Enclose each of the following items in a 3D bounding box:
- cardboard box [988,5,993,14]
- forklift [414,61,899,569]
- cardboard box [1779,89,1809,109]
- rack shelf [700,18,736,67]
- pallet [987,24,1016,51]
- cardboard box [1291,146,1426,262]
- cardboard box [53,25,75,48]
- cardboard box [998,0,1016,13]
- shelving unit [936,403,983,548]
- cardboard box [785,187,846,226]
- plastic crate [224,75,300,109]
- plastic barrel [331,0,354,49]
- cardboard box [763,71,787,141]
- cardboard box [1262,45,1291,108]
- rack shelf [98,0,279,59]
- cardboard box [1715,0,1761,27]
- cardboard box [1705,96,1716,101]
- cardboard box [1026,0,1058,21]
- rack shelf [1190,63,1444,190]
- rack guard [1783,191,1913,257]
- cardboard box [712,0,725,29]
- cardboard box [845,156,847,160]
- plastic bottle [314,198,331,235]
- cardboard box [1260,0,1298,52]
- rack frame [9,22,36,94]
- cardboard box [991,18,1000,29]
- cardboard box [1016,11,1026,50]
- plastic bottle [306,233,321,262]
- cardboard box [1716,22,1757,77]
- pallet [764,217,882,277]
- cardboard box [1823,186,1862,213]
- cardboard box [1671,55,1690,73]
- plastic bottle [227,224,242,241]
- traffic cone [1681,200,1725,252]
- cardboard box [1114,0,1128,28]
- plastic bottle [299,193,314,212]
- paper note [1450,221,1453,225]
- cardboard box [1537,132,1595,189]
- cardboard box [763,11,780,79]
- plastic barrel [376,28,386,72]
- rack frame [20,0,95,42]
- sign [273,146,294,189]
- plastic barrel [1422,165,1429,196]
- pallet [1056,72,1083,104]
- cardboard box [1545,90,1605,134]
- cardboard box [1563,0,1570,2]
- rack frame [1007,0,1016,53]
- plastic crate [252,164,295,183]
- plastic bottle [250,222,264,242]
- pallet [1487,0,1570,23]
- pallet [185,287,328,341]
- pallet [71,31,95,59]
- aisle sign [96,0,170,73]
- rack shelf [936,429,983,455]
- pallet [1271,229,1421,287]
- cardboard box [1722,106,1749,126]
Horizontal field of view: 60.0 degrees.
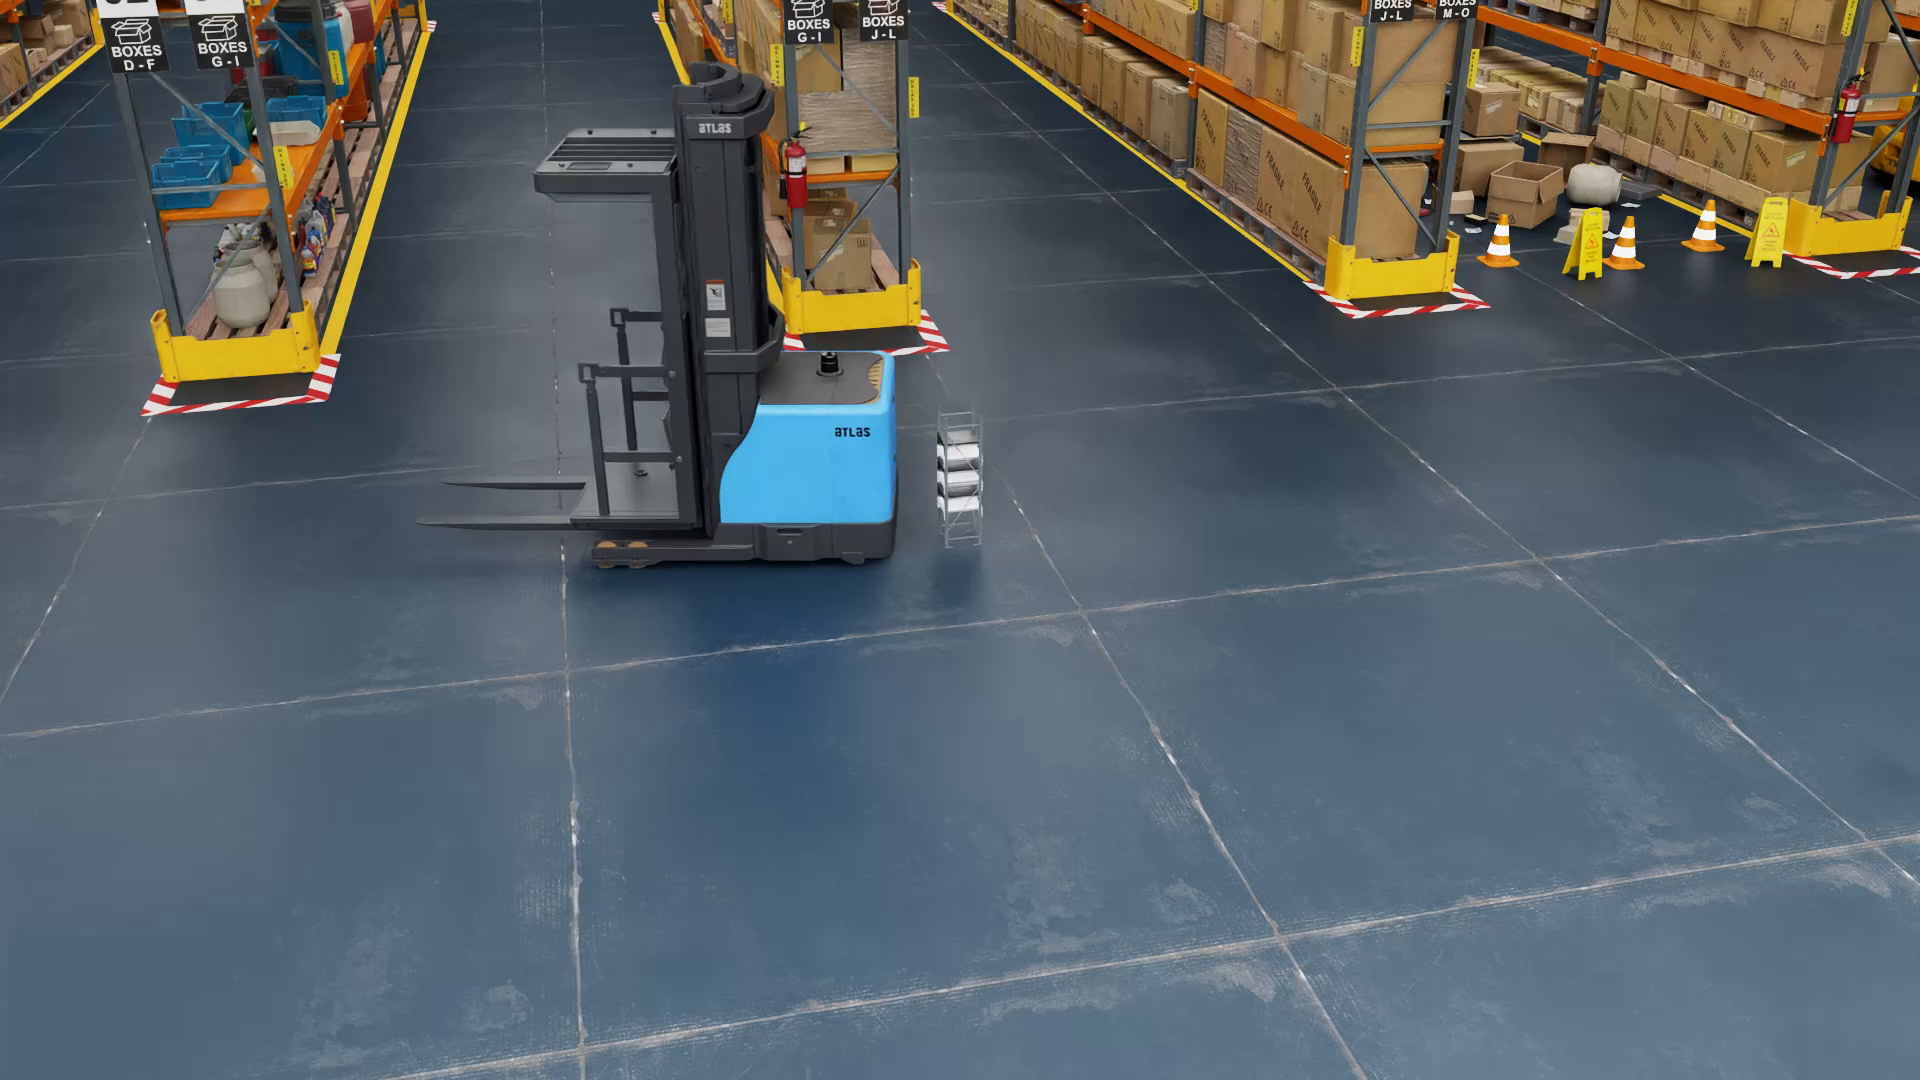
[{"bbox_3d":[0.664,-8.538,26.704,0.380,0.149,0.250,-5,27,-10],"label":"cardboard box"},{"bbox_3d":[-1.928,-1.368,10.207,3.031,2.935,1.130,0,27,0],"label":"forklift"},{"bbox_3d":[8.279,-4.330,16.279,0.380,0.149,0.250,-6,27,-12],"label":"cardboard box"},{"bbox_3d":[-2.270,-5.507,19.129,1.077,0.370,4.000,-6,27,-12],"label":"rack shelf"},{"bbox_3d":[1.047,-7.967,26.301,1.003,0.211,1.213,-6,27,-12],"label":"pallet"},{"bbox_3d":[3.720,-3.183,15.619,0.875,0.875,0.875,-6,27,-11],"label":"cardboard box"},{"bbox_3d":[-13.629,-7.549,24.940,0.500,0.250,0.500,-6,27,-12],"label":"cardboard box"},{"bbox_3d":[0.803,-8.339,25.981,0.380,0.149,0.250,-6,27,-11],"label":"cardboard box"},{"bbox_3d":[-0.002,-0.405,10.554,0.258,0.900,0.210,-6,27,-12],"label":"shelving unit"},{"bbox_3d":[-1.415,-3.326,16.319,0.500,0.500,0.500,-8,28,-16],"label":"cardboard box"},{"bbox_3d":[-6.651,-4.176,15.764,0.767,0.338,0.504,-6,27,-12],"label":"plastic crate"},{"bbox_3d":[-7.106,-5.823,18.833,0.421,0.512,0.421,0,27,0],"label":"plastic barrel"},{"bbox_3d":[-1.245,-3.823,14.554,0.875,0.500,0.500,-6,27,-12],"label":"cardboard box"},{"bbox_3d":[3.501,-4.605,16.377,0.875,0.550,0.500,-6,27,-12],"label":"cardboard box"},{"bbox_3d":[-6.194,-4.587,13.978,1.077,0.370,4.000,-6,27,-12],"label":"rack shelf"},{"bbox_3d":[8.087,-5.462,16.692,0.700,0.500,0.500,-6,27,-12],"label":"cardboard box"},{"bbox_3d":[8.463,-4.571,18.231,0.500,0.500,0.500,-5,27,-9],"label":"cardboard box"},{"bbox_3d":[1.264,-7.743,24.237,0.500,0.250,0.500,-5,27,-10],"label":"cardboard box"},{"bbox_3d":[3.487,-4.210,16.560,1.077,0.370,4.000,-6,27,-12],"label":"rack shelf"},{"bbox_3d":[8.720,-3.117,16.372,1.175,0.500,0.348,-6,27,-12],"label":"rack guard"},{"bbox_3d":[-2.567,-6.067,19.142,0.500,0.250,0.500,-7,28,-13],"label":"cardboard box"},{"bbox_3d":[-0.788,-3.343,14.322,0.380,0.149,0.250,-6,27,-12],"label":"cardboard box"},{"bbox_3d":[-6.176,-3.123,16.060,0.144,0.351,0.185,-7,28,-14],"label":"plastic bottle"},{"bbox_3d":[3.438,-5.080,16.121,0.875,0.550,0.500,-6,27,-12],"label":"cardboard box"},{"bbox_3d":[-13.275,-7.457,22.196,1.000,3.000,0.127,-6,27,-12],"label":"rack frame"},{"bbox_3d":[0.713,-8.205,26.376,0.380,0.149,0.250,-7,28,-13],"label":"cardboard box"},{"bbox_3d":[1.141,-7.641,24.868,0.500,0.500,0.500,-5,27,-10],"label":"cardboard box"},{"bbox_3d":[-5.948,-2.691,15.292,0.097,0.271,0.097,0,27,0],"label":"plastic bottle"},{"bbox_3d":[8.129,-5.028,16.942,0.500,0.500,0.500,-6,27,-12],"label":"cardboard box"},{"bbox_3d":[-1.355,-2.877,16.216,1.003,0.211,1.213,-6,27,-12],"label":"pallet"},{"bbox_3d":[8.825,-3.542,17.024,0.500,0.250,0.500,-6,27,-12],"label":"cardboard box"},{"bbox_3d":[7.873,-5.110,17.825,0.380,0.149,0.250,-6,27,-11],"label":"cardboard box"},{"bbox_3d":[-6.729,-2.795,15.409,0.144,0.351,0.185,-6,27,-12],"label":"plastic bottle"},{"bbox_3d":[7.383,-3.125,16.428,0.336,0.463,0.334,-6,27,-12],"label":"traffic cone"},{"bbox_3d":[2.203,-6.541,20.269,0.500,0.500,0.500,-6,27,-12],"label":"cardboard box"},{"bbox_3d":[-6.359,-3.192,16.198,0.144,0.351,0.185,-6,27,-12],"label":"plastic bottle"},{"bbox_3d":[5.101,-3.291,17.259,0.032,0.001,0.123,8,28,15],"label":"paper note"},{"bbox_3d":[6.751,-4.233,18.578,0.500,0.500,0.500,13,30,24],"label":"cardboard box"},{"bbox_3d":[-1.401,-4.253,14.296,0.500,0.500,0.500,-6,27,-12],"label":"cardboard box"},{"bbox_3d":[-8.342,-6.969,23.091,0.600,0.901,0.708,-6,27,-12],"label":"plastic barrel"},{"bbox_3d":[-14.176,-9.213,25.675,1.000,3.000,0.127,-6,27,-12],"label":"rack frame"},{"bbox_3d":[-5.207,-2.868,12.796,0.100,0.325,0.005,-6,27,-12],"label":"sign"},{"bbox_3d":[4.786,-3.917,18.040,0.512,0.421,0.421,13,30,24],"label":"plastic barrel"},{"bbox_3d":[1.960,-6.263,22.925,1.003,0.211,1.213,-6,27,-12],"label":"pallet"},{"bbox_3d":[7.715,-5.200,20.174,0.950,0.372,0.625,-6,27,-11],"label":"cardboard box"},{"bbox_3d":[7.395,-6.718,19.824,0.500,0.500,0.500,-6,27,-11],"label":"cardboard box"},{"bbox_3d":[1.233,-8.921,25.096,1.000,3.000,0.127,-6,27,-12],"label":"rack frame"},{"bbox_3d":[-5.632,-2.999,13.654,0.298,0.136,0.250,-6,27,-12],"label":"plastic crate"},{"bbox_3d":[-6.717,-2.977,15.859,0.097,0.271,0.097,0,27,0],"label":"plastic bottle"},{"bbox_3d":[7.420,-6.761,21.030,1.003,0.211,1.213,-6,27,-12],"label":"pallet"},{"bbox_3d":[-5.984,-1.832,14.145,1.003,0.211,1.213,-6,27,-12],"label":"pallet"},{"bbox_3d":[-13.978,-7.585,25.544,1.003,0.211,1.213,-6,27,-12],"label":"pallet"},{"bbox_3d":[-6.017,-3.789,12.044,0.394,0.787,0.004,-6,27,-12],"label":"aisle sign"},{"bbox_3d":[-0.002,-0.617,10.448,0.258,0.077,0.200,-6,27,-12],"label":"rack shelf"},{"bbox_3d":[3.681,-2.751,15.966,1.003,0.211,1.213,-6,27,-12],"label":"pallet"},{"bbox_3d":[8.101,-4.375,17.121,0.380,0.149,0.250,-5,27,-11],"label":"cardboard box"}]
